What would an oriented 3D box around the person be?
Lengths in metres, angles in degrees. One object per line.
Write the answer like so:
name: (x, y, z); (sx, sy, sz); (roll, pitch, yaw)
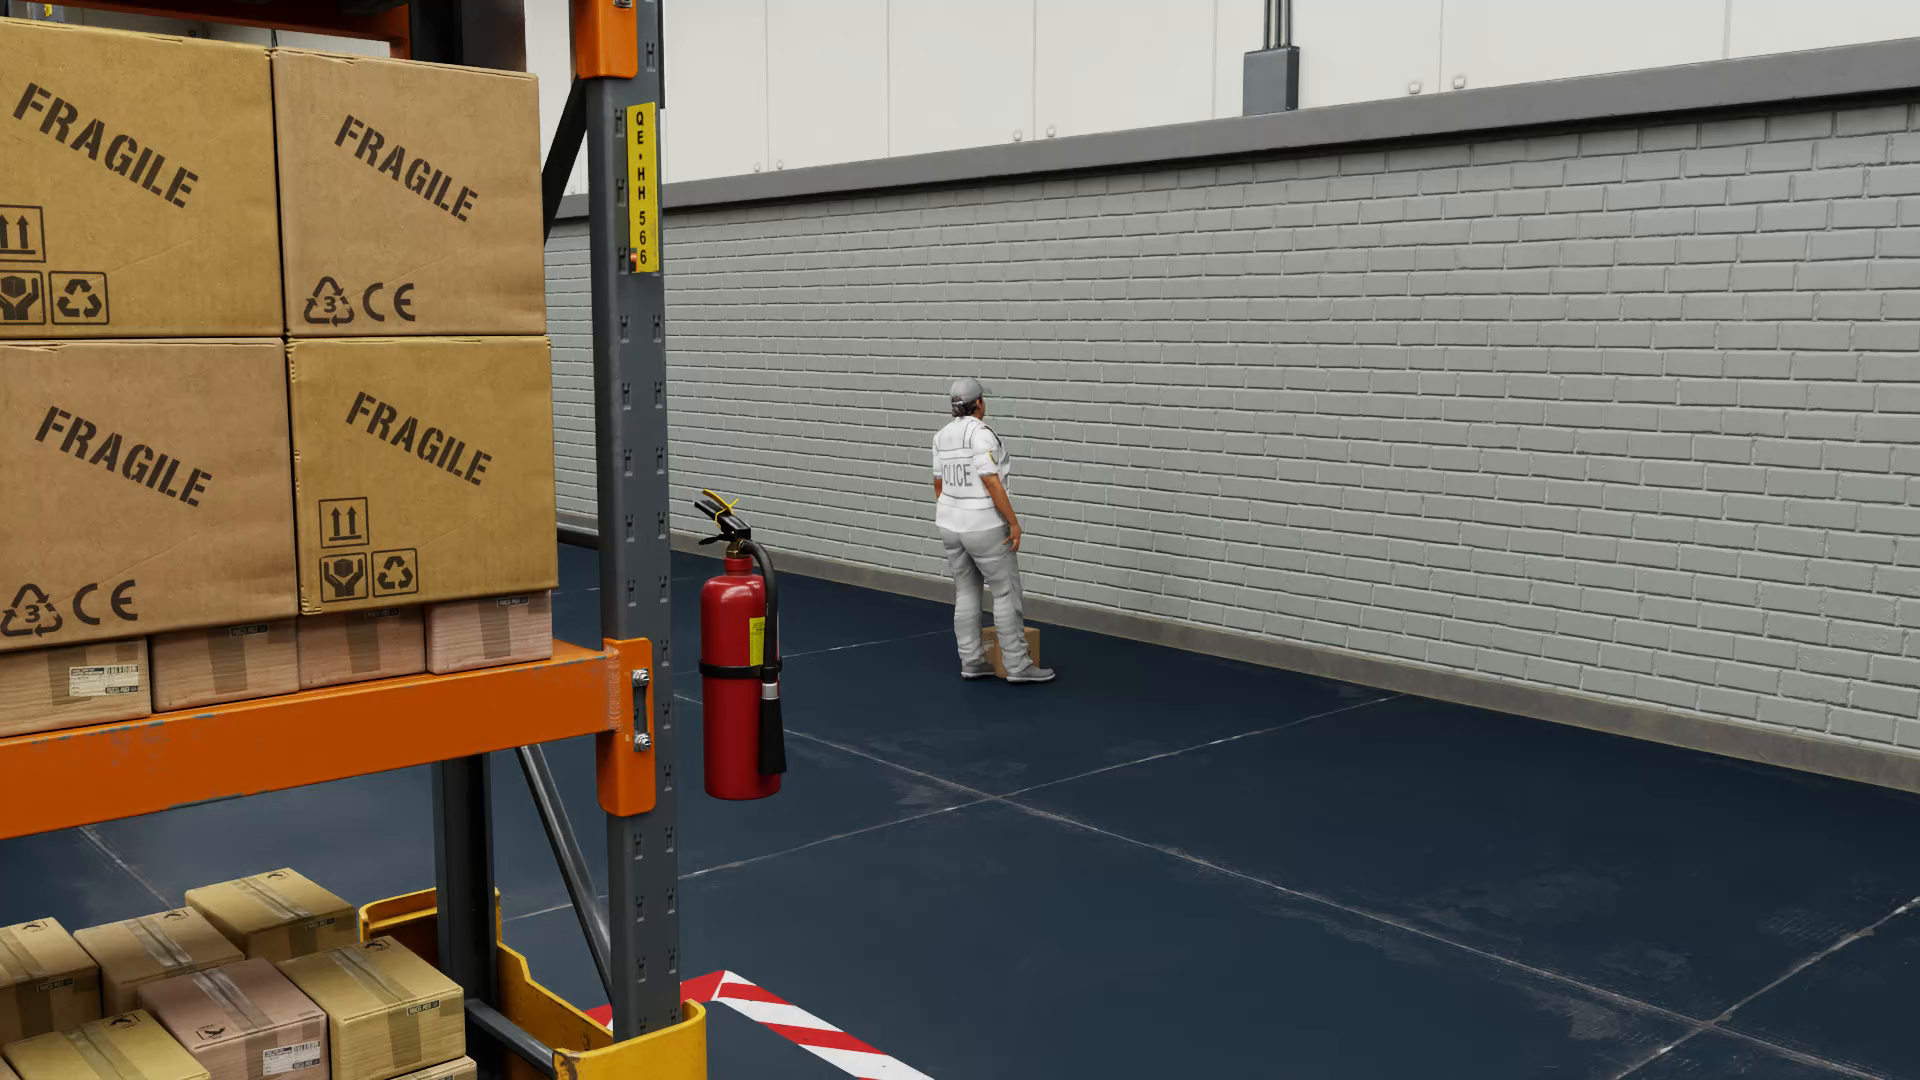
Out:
person: (0.161, -0.061, 9.162); (0.529, 1.670, 0.598); (-7, 10, -41)
